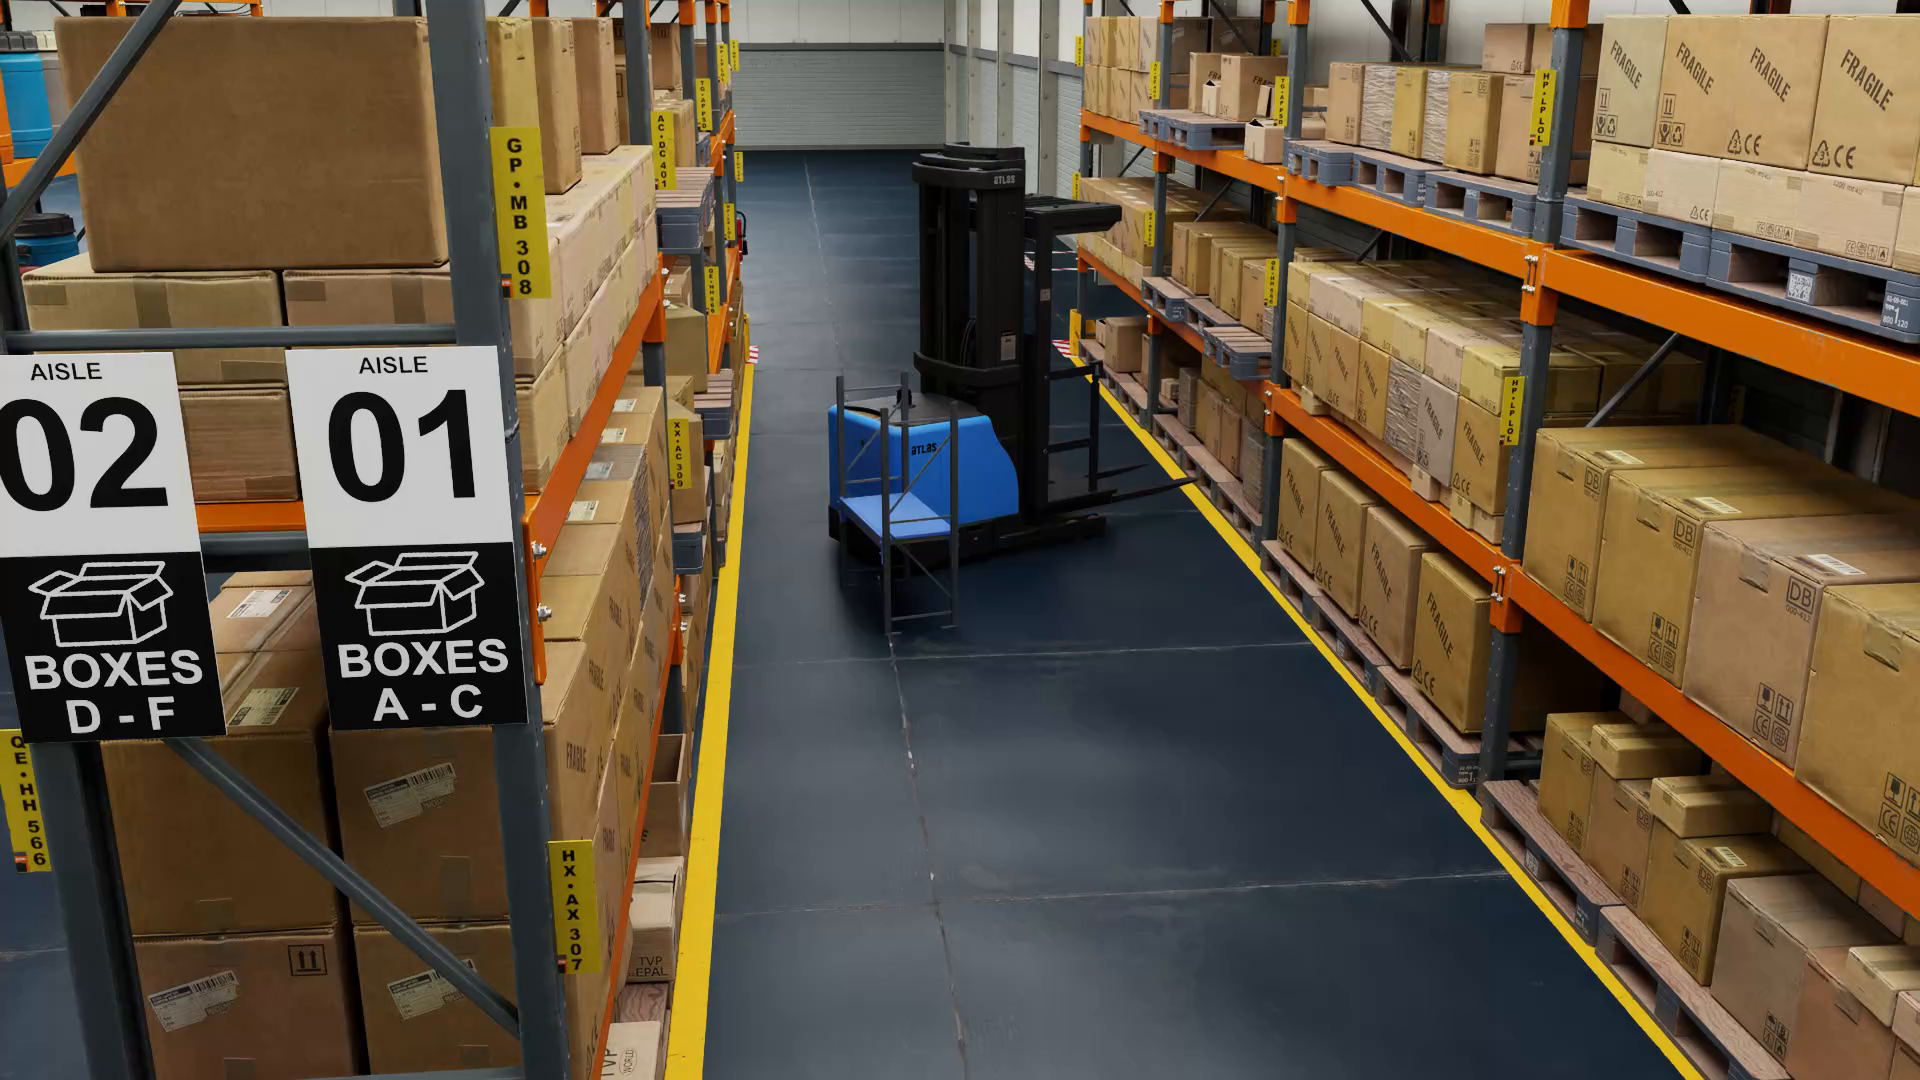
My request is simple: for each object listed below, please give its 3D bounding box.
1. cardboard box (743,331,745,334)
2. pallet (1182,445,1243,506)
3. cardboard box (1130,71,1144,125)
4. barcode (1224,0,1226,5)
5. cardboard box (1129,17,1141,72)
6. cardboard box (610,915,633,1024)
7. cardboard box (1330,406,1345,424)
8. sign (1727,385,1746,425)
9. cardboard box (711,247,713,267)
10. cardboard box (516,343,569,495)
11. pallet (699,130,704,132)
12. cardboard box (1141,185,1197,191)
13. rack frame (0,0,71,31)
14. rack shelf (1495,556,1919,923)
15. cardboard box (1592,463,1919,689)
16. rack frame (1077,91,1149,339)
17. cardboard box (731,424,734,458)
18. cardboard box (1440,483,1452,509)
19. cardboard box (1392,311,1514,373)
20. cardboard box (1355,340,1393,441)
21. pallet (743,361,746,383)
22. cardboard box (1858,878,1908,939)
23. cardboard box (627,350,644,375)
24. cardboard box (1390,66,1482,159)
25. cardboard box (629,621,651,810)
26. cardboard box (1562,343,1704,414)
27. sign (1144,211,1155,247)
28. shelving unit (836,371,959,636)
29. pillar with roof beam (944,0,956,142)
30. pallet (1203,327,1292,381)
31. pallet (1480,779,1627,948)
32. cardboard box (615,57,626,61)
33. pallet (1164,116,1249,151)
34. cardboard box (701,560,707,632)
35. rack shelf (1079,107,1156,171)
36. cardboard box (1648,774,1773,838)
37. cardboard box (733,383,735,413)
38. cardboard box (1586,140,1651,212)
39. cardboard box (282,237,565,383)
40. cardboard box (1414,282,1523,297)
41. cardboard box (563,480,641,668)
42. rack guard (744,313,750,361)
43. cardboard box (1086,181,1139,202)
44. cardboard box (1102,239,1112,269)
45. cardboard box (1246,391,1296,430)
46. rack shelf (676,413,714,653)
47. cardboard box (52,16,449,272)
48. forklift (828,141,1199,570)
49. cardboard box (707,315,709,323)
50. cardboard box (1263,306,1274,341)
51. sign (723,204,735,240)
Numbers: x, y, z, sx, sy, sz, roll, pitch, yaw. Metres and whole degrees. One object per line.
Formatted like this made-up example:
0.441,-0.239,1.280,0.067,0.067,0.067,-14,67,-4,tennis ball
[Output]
-2.689,-2.267,18.780,0.500,0.250,0.500,-2,18,-6,cardboard box
2.512,-0.565,14.124,1.003,0.211,1.213,-2,18,-6,pallet
1.964,-4.274,16.075,0.500,0.500,0.500,-3,18,-10,cardboard box
2.586,-5.257,16.233,0.001,0.075,0.075,-2,18,-6,barcode
1.913,-4.762,15.960,0.500,0.500,0.500,-1,17,-3,cardboard box
-1.601,1.587,6.049,0.797,0.503,0.637,-2,18,-6,cardboard box
2.627,-0.856,10.782,0.380,0.149,0.250,-2,18,-6,cardboard box
3.678,-0.577,7.928,0.100,0.325,0.005,-2,18,-6,sign
-2.738,-2.674,16.020,0.700,0.500,0.500,-2,18,-6,cardboard box
-1.188,-0.283,3.813,0.500,0.250,0.500,-2,18,-6,cardboard box
-2.490,-3.019,12.594,1.003,0.211,1.213,-1,17,-3,pallet
2.249,-3.541,17.914,0.500,0.500,0.500,-2,18,-7,cardboard box
-7.553,-5.048,13.732,1.000,3.000,0.127,-2,18,-6,rack frame
3.333,0.831,6.224,1.077,0.370,4.000,-2,18,-6,rack shelf
3.236,0.128,6.759,0.980,0.700,0.700,-2,18,-7,cardboard box
1.889,-3.683,19.402,1.000,3.000,0.127,-2,18,-6,rack frame
-2.191,-0.808,14.133,0.500,0.250,0.500,-1,17,-4,cardboard box
2.779,-0.243,8.829,0.380,0.149,0.250,-1,17,-4,cardboard box
2.728,-1.101,9.227,0.500,0.250,0.500,-1,17,-5,cardboard box
2.666,-0.887,9.799,0.500,0.500,0.500,-1,17,-4,cardboard box
-2.917,-1.972,18.607,1.003,0.211,1.213,-2,18,-6,pallet
3.474,1.291,5.947,0.380,0.149,0.250,-2,17,-5,cardboard box
-2.044,-0.727,9.116,0.700,0.500,0.500,-6,19,-20,cardboard box
2.972,-2.524,9.801,0.700,0.500,0.500,-1,17,-3,cardboard box
-1.328,0.597,5.599,0.500,0.500,0.500,-2,17,-5,cardboard box
3.338,-0.810,8.301,0.500,0.250,0.500,-1,17,-4,cardboard box
1.763,-2.886,15.416,0.100,0.325,0.005,-2,18,-6,sign
-0.423,-0.269,11.029,0.538,1.500,1.048,-6,18,-19,shelving unit
-4.555,-15.169,45.970,9.100,9.000,0.400,-2,18,-6,pillar with roof beam
2.535,-1.417,12.504,1.213,0.211,1.003,-2,18,-6,pallet
3.127,1.451,7.702,1.003,0.211,1.213,-2,18,-6,pallet
-1.871,-2.032,8.098,0.600,0.600,0.600,-2,18,-6,cardboard box
2.369,-3.337,13.604,1.213,0.211,1.003,-2,18,-6,pallet
-1.830,0.263,10.272,0.500,0.500,0.500,-2,18,-8,cardboard box
2.095,-4.175,17.162,1.077,0.370,4.000,-2,18,-6,rack shelf
3.010,1.064,6.670,0.380,0.149,0.250,-2,18,-7,cardboard box
-2.239,-1.227,14.531,0.500,0.311,0.500,-1,17,-4,cardboard box
2.936,-1.502,6.828,0.500,0.250,0.500,-2,18,-6,cardboard box
-1.182,-0.522,3.738,0.500,0.250,0.500,-2,18,-6,cardboard box
3.118,-1.422,10.251,0.500,0.250,0.500,-2,18,-7,cardboard box
-1.333,0.117,5.462,0.500,0.500,0.500,-2,18,-6,cardboard box
-3.040,-2.344,19.308,1.175,0.500,0.348,-2,18,-6,rack guard
1.680,-3.680,18.356,0.500,0.500,0.500,-2,18,-5,cardboard box
1.788,-3.009,17.472,0.500,0.250,0.500,-2,18,-5,cardboard box
2.591,-1.060,13.231,0.500,0.250,0.500,-1,17,-5,cardboard box
-2.007,-0.207,9.529,1.077,0.370,4.000,-2,18,-6,rack shelf
-1.457,-0.871,3.599,0.700,0.500,0.500,-2,18,-6,cardboard box
0.512,-1.505,12.578,3.031,2.935,1.130,-12,21,-33,forklift
-2.352,-2.017,14.319,0.396,0.266,0.258,-2,18,-7,cardboard box
2.656,-1.697,12.174,0.700,0.500,0.500,-4,18,-12,cardboard box
-2.087,-2.872,15.016,0.100,0.325,0.005,-2,18,-6,sign
